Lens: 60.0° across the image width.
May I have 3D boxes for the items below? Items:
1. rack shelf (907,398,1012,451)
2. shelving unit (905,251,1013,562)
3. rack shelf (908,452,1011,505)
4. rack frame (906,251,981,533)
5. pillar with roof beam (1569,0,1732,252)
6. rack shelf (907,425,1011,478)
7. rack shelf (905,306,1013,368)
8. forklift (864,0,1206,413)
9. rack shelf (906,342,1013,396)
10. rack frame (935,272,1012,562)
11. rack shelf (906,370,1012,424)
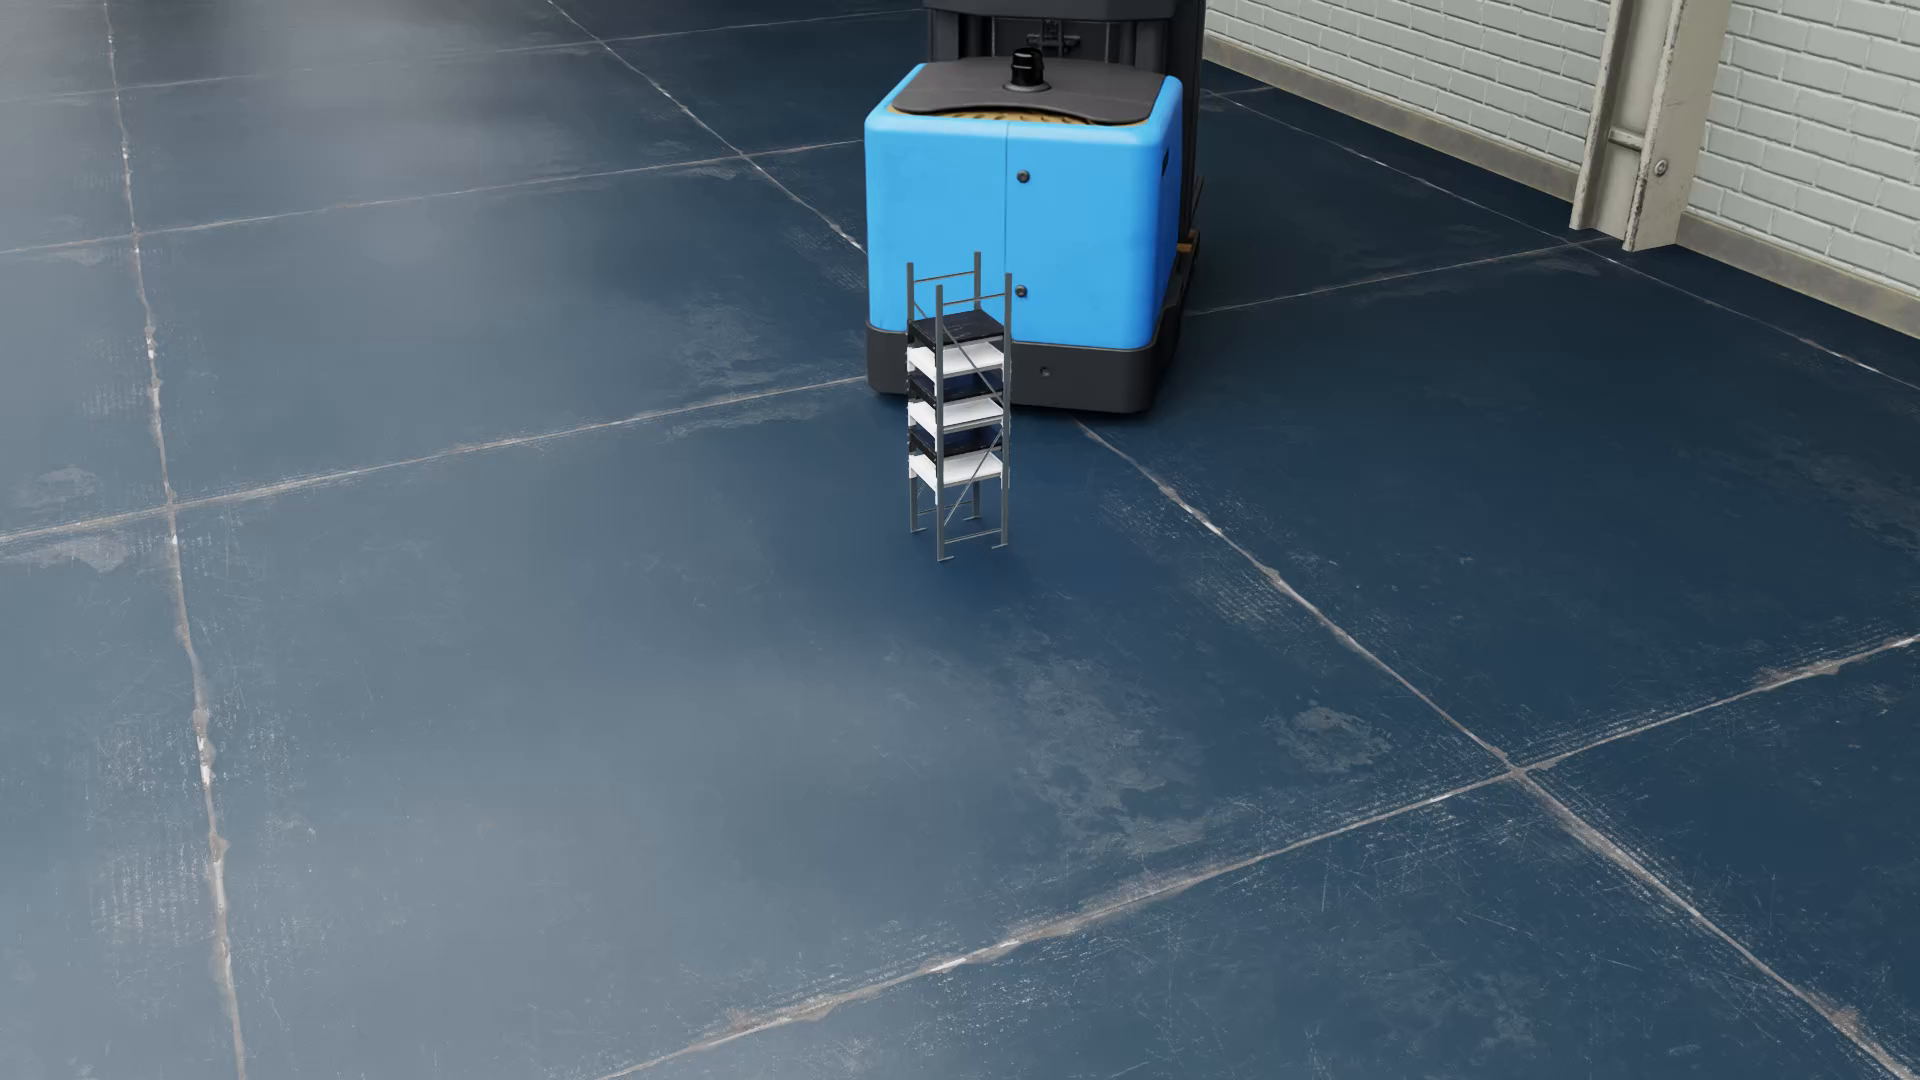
[{"bbox_3d":[-0.003,-0.367,5.053,0.258,0.077,0.200,-13,32,-22],"label":"rack shelf"},{"bbox_3d":[-0.003,-0.396,5.036,0.258,0.900,0.210,-13,32,-22],"label":"shelving unit"},{"bbox_3d":[-0.003,-0.210,5.141,0.258,0.077,0.200,-13,32,-22],"label":"rack shelf"},{"bbox_3d":[-0.047,-0.441,5.116,0.240,0.900,0.006,-13,32,-22],"label":"rack frame"},{"bbox_3d":[-0.772,-4.457,3.998,9.100,9.000,0.400,-13,32,-22],"label":"pillar with roof beam"},{"bbox_3d":[-0.003,-0.289,5.097,0.258,0.077,0.200,-13,32,-22],"label":"rack shelf"},{"bbox_3d":[-0.003,-0.603,4.921,0.258,0.077,0.200,-13,32,-22],"label":"rack shelf"},{"bbox_3d":[0.463,-2.433,6.592,1.130,2.935,3.031,6,30,10],"label":"forklift"},{"bbox_3d":[-0.003,-0.524,4.965,0.258,0.077,0.200,-13,32,-22],"label":"rack shelf"},{"bbox_3d":[0.040,-0.351,4.956,0.240,0.900,0.006,-13,32,-22],"label":"rack frame"},{"bbox_3d":[-0.003,-0.446,5.009,0.258,0.077,0.200,-13,32,-22],"label":"rack shelf"}]
